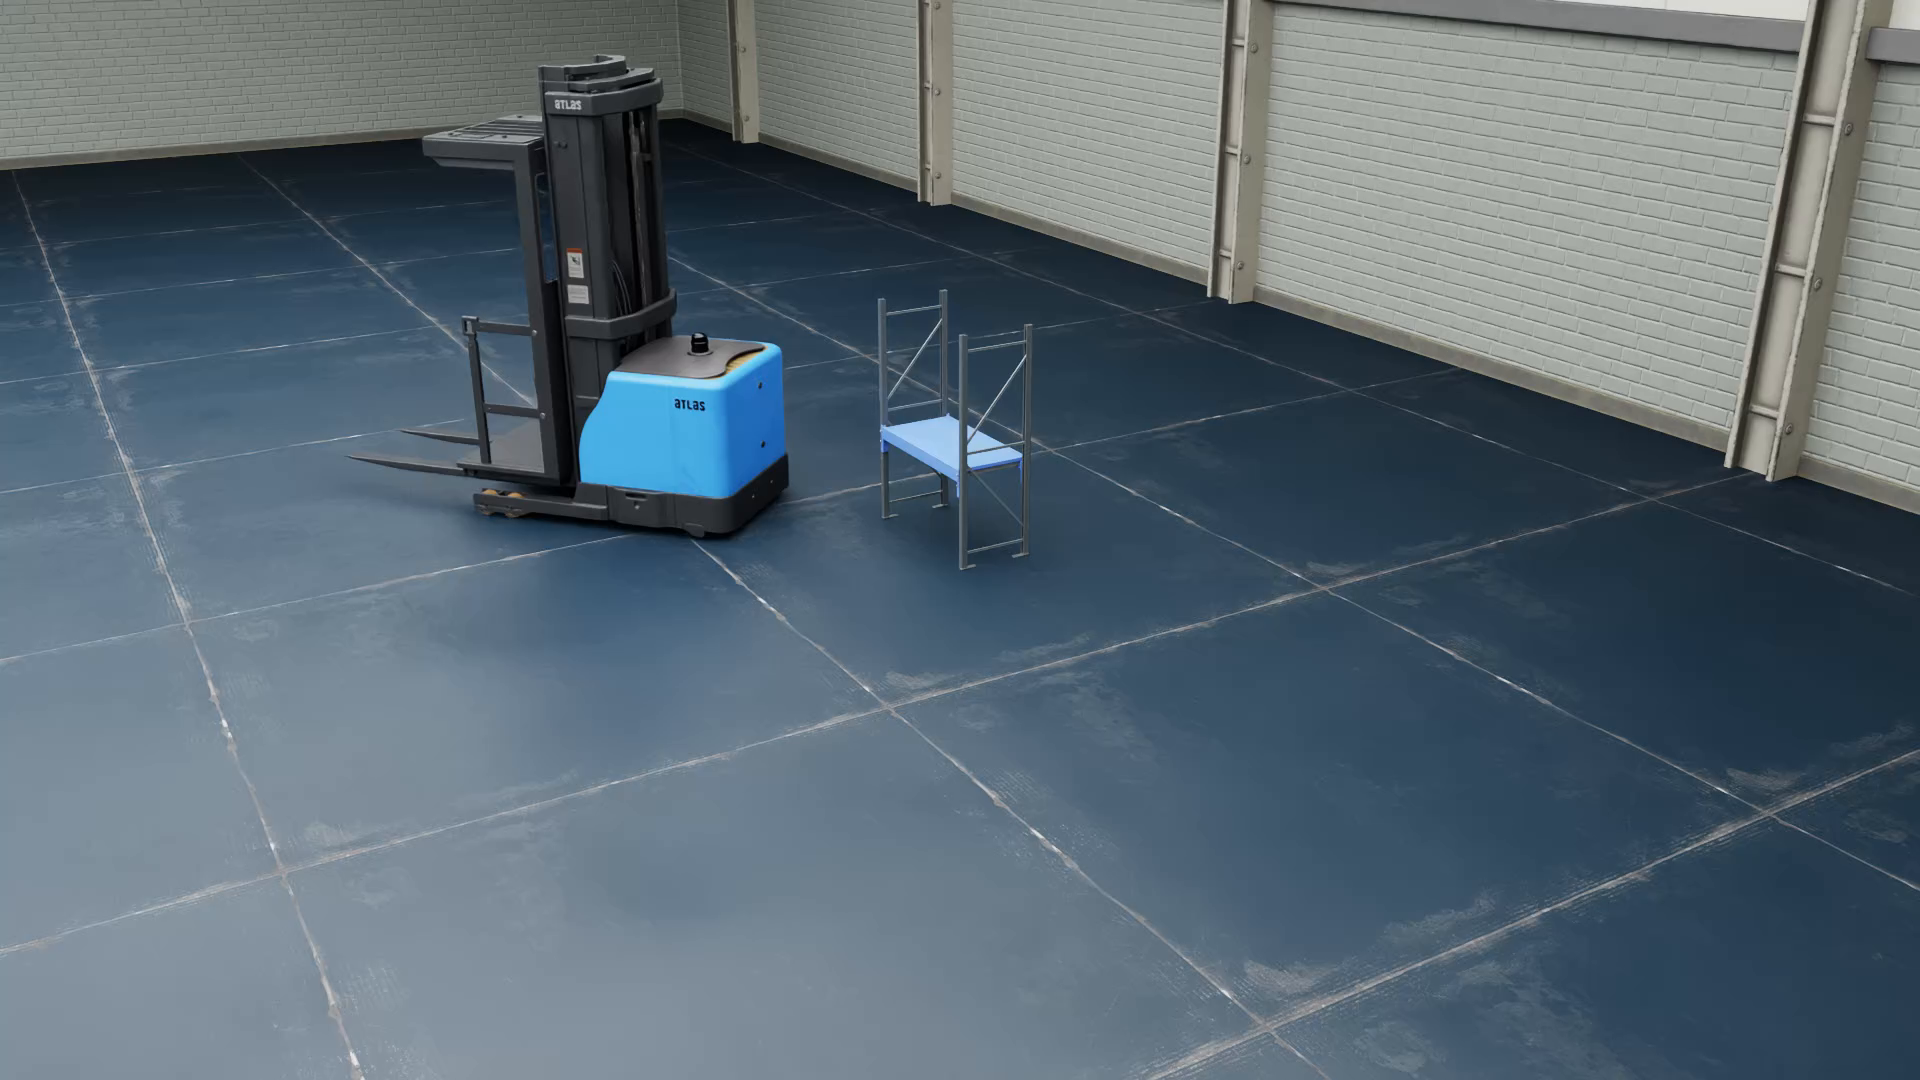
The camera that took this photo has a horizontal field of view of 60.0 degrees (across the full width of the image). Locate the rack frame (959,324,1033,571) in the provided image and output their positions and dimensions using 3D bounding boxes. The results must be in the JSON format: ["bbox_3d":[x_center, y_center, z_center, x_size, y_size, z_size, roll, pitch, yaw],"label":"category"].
[{"bbox_3d":[0.216,-0.558,10.192,0.500,1.500,0.032,-13,25,-28],"label":"rack frame"}]

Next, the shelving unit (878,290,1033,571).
[{"bbox_3d":[-0.044,-0.722,10.597,0.538,1.500,1.048,-13,25,-28],"label":"shelving unit"}]

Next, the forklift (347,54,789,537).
[{"bbox_3d":[-2.763,-1.686,11.068,3.031,2.935,1.130,7,23,16],"label":"forklift"}]

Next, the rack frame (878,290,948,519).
[{"bbox_3d":[-0.303,-0.887,11.002,0.500,1.500,0.032,-13,25,-28],"label":"rack frame"}]

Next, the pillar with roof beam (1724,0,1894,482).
[{"bbox_3d":[2.107,-3.848,8.328,9.100,9.000,0.400,-13,25,-28],"label":"pillar with roof beam"}]

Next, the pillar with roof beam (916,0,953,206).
[{"bbox_3d":[-4.023,-7.733,17.885,9.100,9.000,0.400,-13,25,-28],"label":"pillar with roof beam"}]

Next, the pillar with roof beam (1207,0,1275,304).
[{"bbox_3d":[-0.958,-5.791,13.107,9.100,9.000,0.400,-13,25,-28],"label":"pillar with roof beam"}]

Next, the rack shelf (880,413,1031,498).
[{"bbox_3d":[-0.044,-0.556,10.665,0.538,0.185,1.000,-13,25,-28],"label":"rack shelf"}]

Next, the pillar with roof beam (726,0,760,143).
[{"bbox_3d":[-7.088,-9.675,22.664,9.100,9.000,0.400,-13,25,-28],"label":"pillar with roof beam"}]
